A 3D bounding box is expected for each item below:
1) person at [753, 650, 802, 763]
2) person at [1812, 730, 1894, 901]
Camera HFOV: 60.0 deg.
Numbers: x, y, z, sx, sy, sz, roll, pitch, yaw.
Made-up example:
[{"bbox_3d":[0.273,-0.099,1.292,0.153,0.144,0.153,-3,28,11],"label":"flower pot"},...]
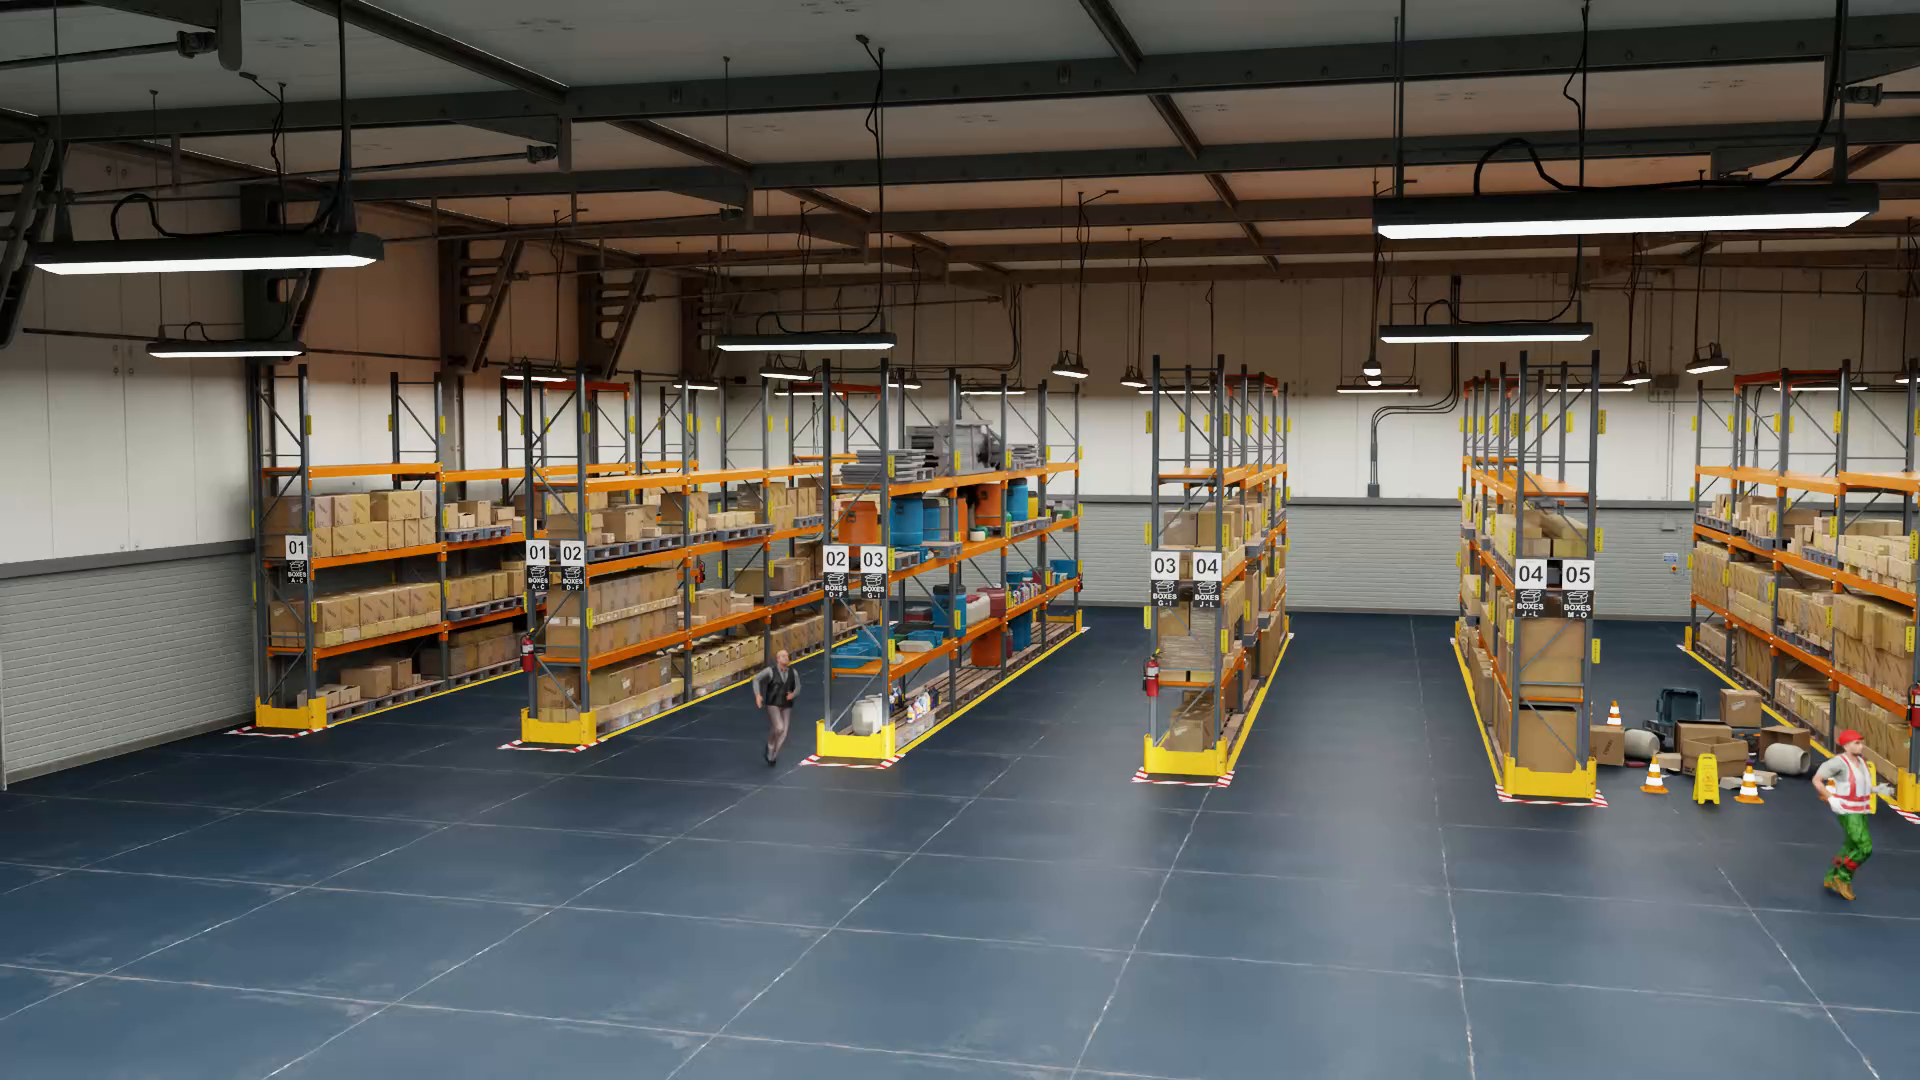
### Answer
[{"bbox_3d":[-2.645,2.470,24.560,0.671,1.666,0.625,-3,5,-33],"label":"person"},{"bbox_3d":[9.445,2.906,17.546,0.634,1.794,0.657,-3,5,-32],"label":"person"}]
